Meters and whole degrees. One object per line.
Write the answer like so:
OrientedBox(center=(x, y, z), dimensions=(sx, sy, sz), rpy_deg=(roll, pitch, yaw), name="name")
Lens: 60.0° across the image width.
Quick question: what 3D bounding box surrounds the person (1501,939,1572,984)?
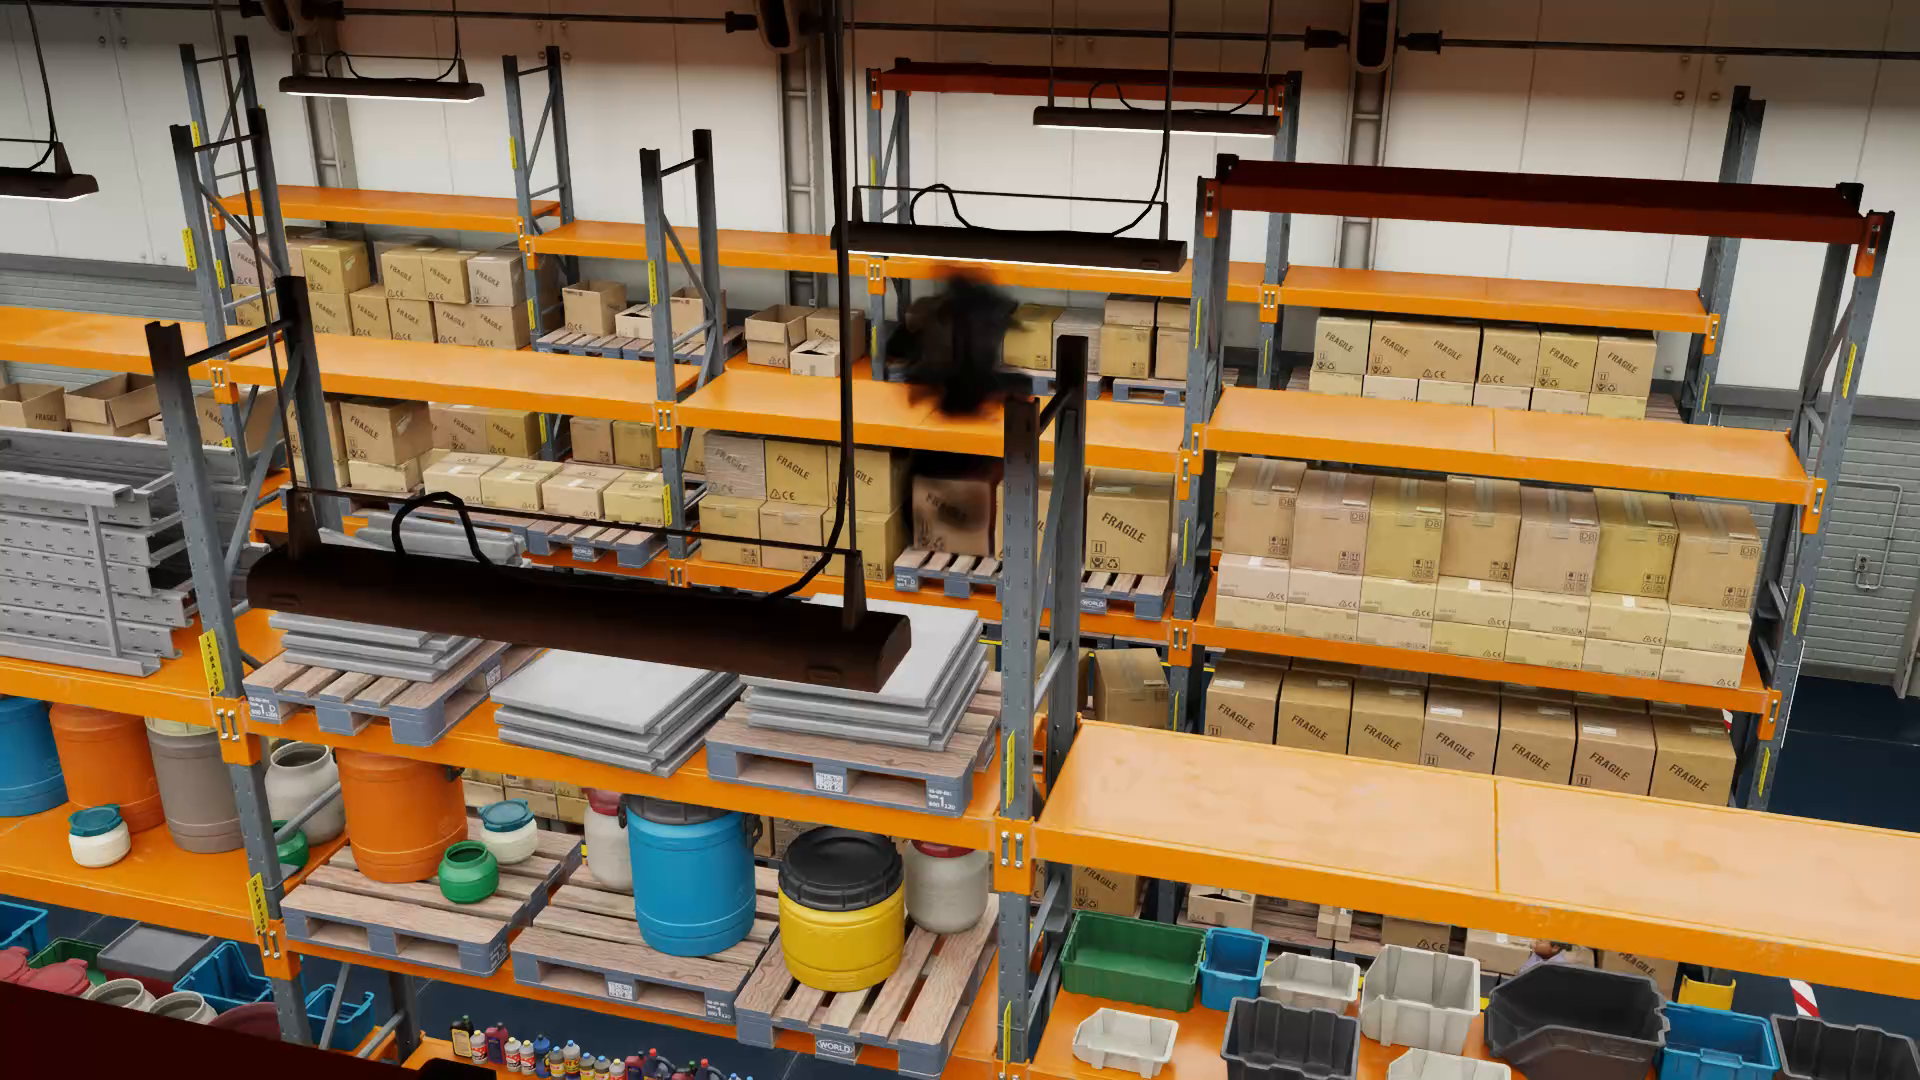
OrientedBox(center=(3.889, 3.227, 10.903), dimensions=(0.903, 1.679, 0.581), rpy_deg=(2, 23, 5), name="person")
